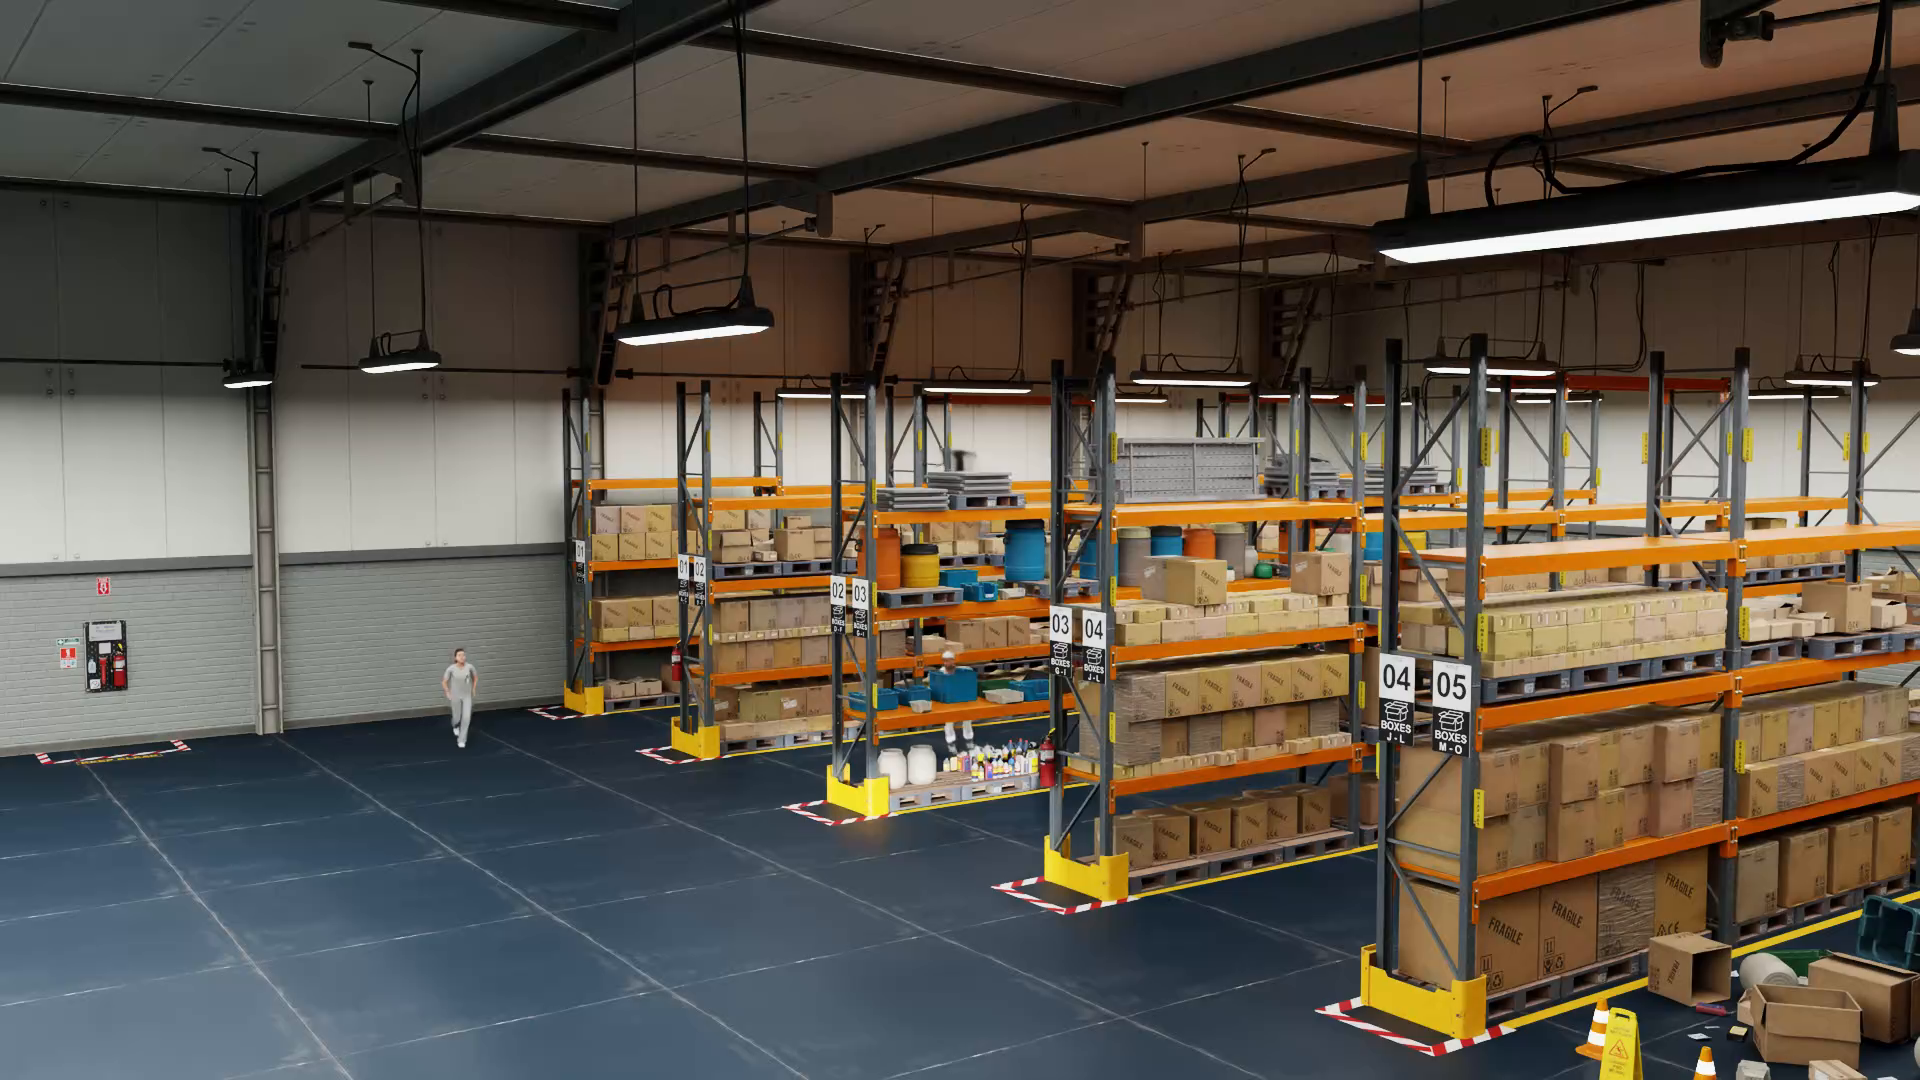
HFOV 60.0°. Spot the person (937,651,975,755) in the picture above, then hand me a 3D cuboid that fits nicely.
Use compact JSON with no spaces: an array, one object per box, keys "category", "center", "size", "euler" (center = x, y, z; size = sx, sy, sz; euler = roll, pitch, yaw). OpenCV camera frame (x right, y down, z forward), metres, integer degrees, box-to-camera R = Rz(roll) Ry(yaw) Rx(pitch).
[{"category":"person","center":[-0.073,2.625,26.585],"size":[0.675,1.737,0.811],"euler":[0,4,5]}]

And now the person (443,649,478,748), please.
[{"category":"person","center":[-8.256,2.594,27.505],"size":[0.573,1.622,0.695],"euler":[-2,4,-23]}]
